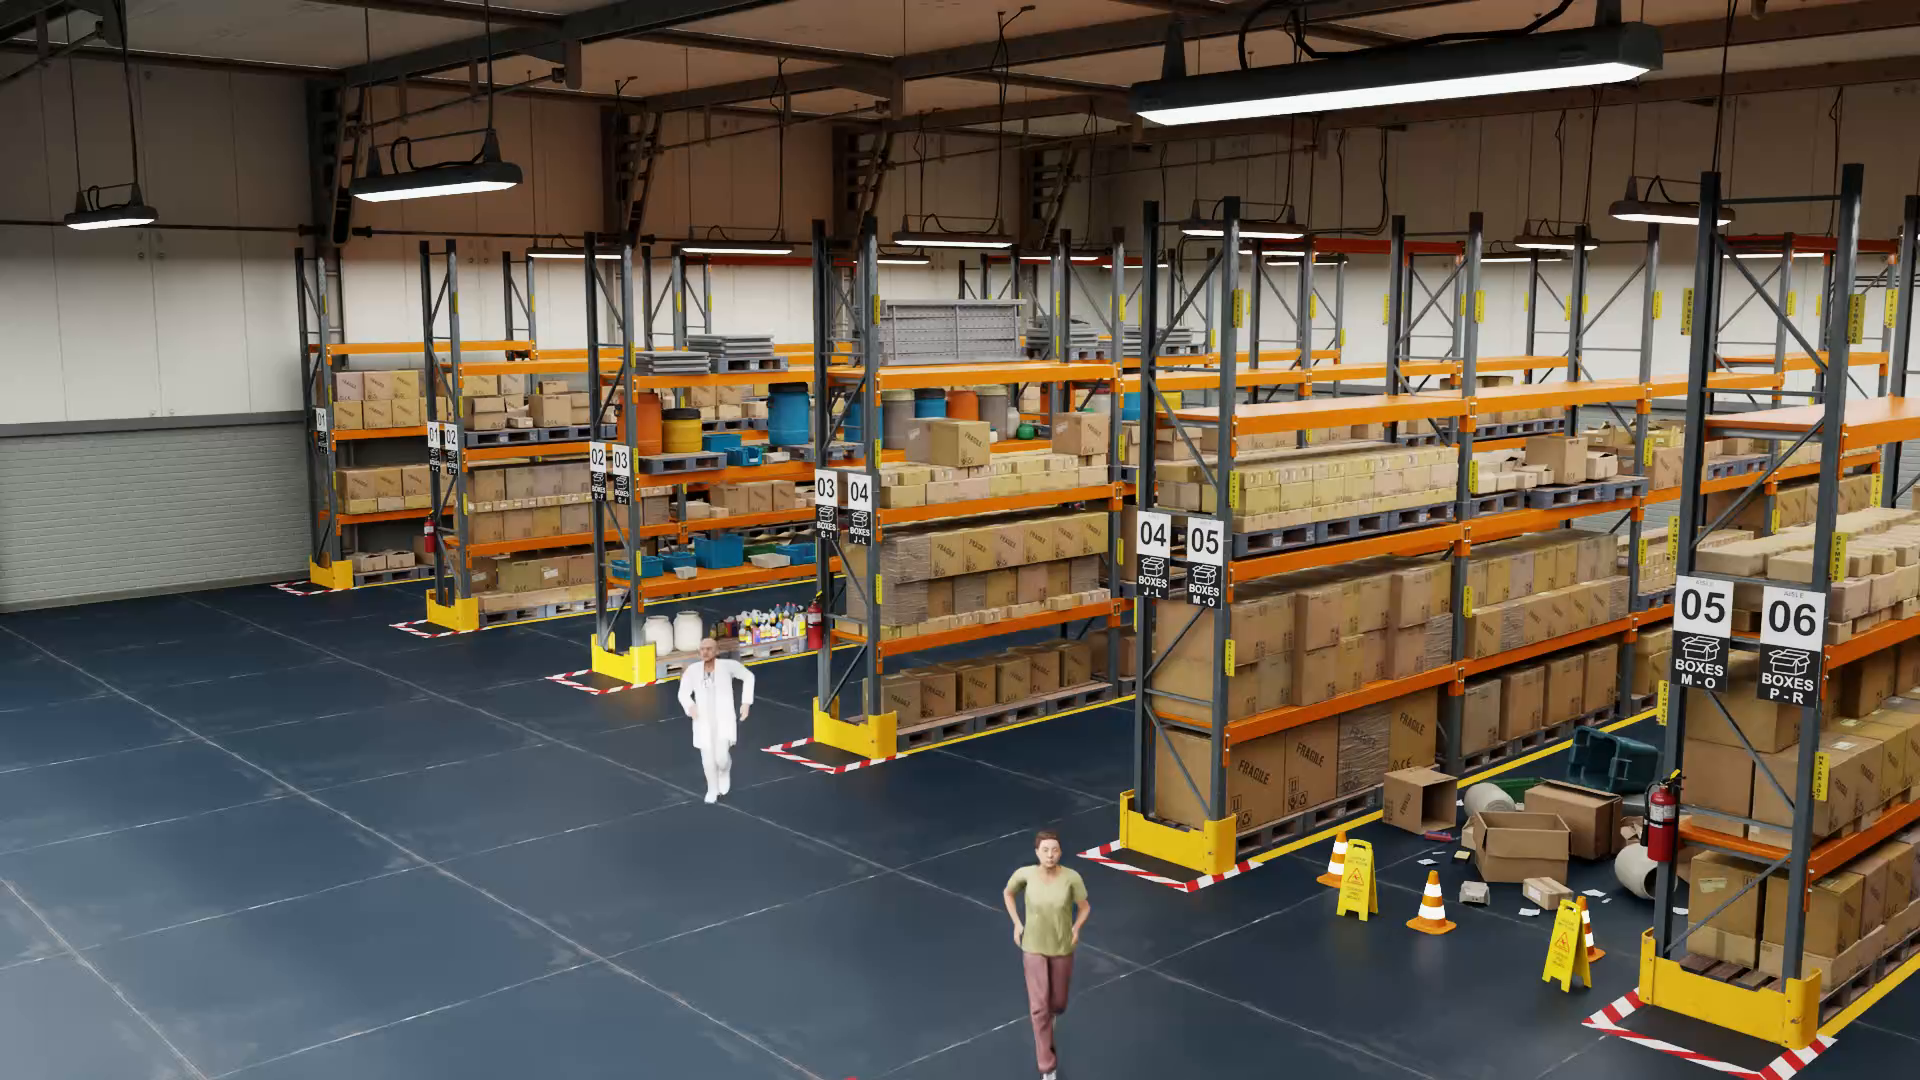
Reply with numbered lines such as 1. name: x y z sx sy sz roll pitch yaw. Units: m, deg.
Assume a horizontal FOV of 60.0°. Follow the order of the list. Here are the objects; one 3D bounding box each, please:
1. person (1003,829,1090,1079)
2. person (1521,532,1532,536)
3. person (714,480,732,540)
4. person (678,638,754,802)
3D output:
1. person: 0.583 2.740 11.137 0.579 1.669 0.879 0 8 -1
2. person: 8.550 0.682 25.166 0.628 1.636 0.563 7 11 38
3. person: -4.555 -0.383 32.246 0.692 1.678 0.599 8 12 44
4. person: -2.485 1.848 16.863 0.737 1.737 0.779 1 8 4
